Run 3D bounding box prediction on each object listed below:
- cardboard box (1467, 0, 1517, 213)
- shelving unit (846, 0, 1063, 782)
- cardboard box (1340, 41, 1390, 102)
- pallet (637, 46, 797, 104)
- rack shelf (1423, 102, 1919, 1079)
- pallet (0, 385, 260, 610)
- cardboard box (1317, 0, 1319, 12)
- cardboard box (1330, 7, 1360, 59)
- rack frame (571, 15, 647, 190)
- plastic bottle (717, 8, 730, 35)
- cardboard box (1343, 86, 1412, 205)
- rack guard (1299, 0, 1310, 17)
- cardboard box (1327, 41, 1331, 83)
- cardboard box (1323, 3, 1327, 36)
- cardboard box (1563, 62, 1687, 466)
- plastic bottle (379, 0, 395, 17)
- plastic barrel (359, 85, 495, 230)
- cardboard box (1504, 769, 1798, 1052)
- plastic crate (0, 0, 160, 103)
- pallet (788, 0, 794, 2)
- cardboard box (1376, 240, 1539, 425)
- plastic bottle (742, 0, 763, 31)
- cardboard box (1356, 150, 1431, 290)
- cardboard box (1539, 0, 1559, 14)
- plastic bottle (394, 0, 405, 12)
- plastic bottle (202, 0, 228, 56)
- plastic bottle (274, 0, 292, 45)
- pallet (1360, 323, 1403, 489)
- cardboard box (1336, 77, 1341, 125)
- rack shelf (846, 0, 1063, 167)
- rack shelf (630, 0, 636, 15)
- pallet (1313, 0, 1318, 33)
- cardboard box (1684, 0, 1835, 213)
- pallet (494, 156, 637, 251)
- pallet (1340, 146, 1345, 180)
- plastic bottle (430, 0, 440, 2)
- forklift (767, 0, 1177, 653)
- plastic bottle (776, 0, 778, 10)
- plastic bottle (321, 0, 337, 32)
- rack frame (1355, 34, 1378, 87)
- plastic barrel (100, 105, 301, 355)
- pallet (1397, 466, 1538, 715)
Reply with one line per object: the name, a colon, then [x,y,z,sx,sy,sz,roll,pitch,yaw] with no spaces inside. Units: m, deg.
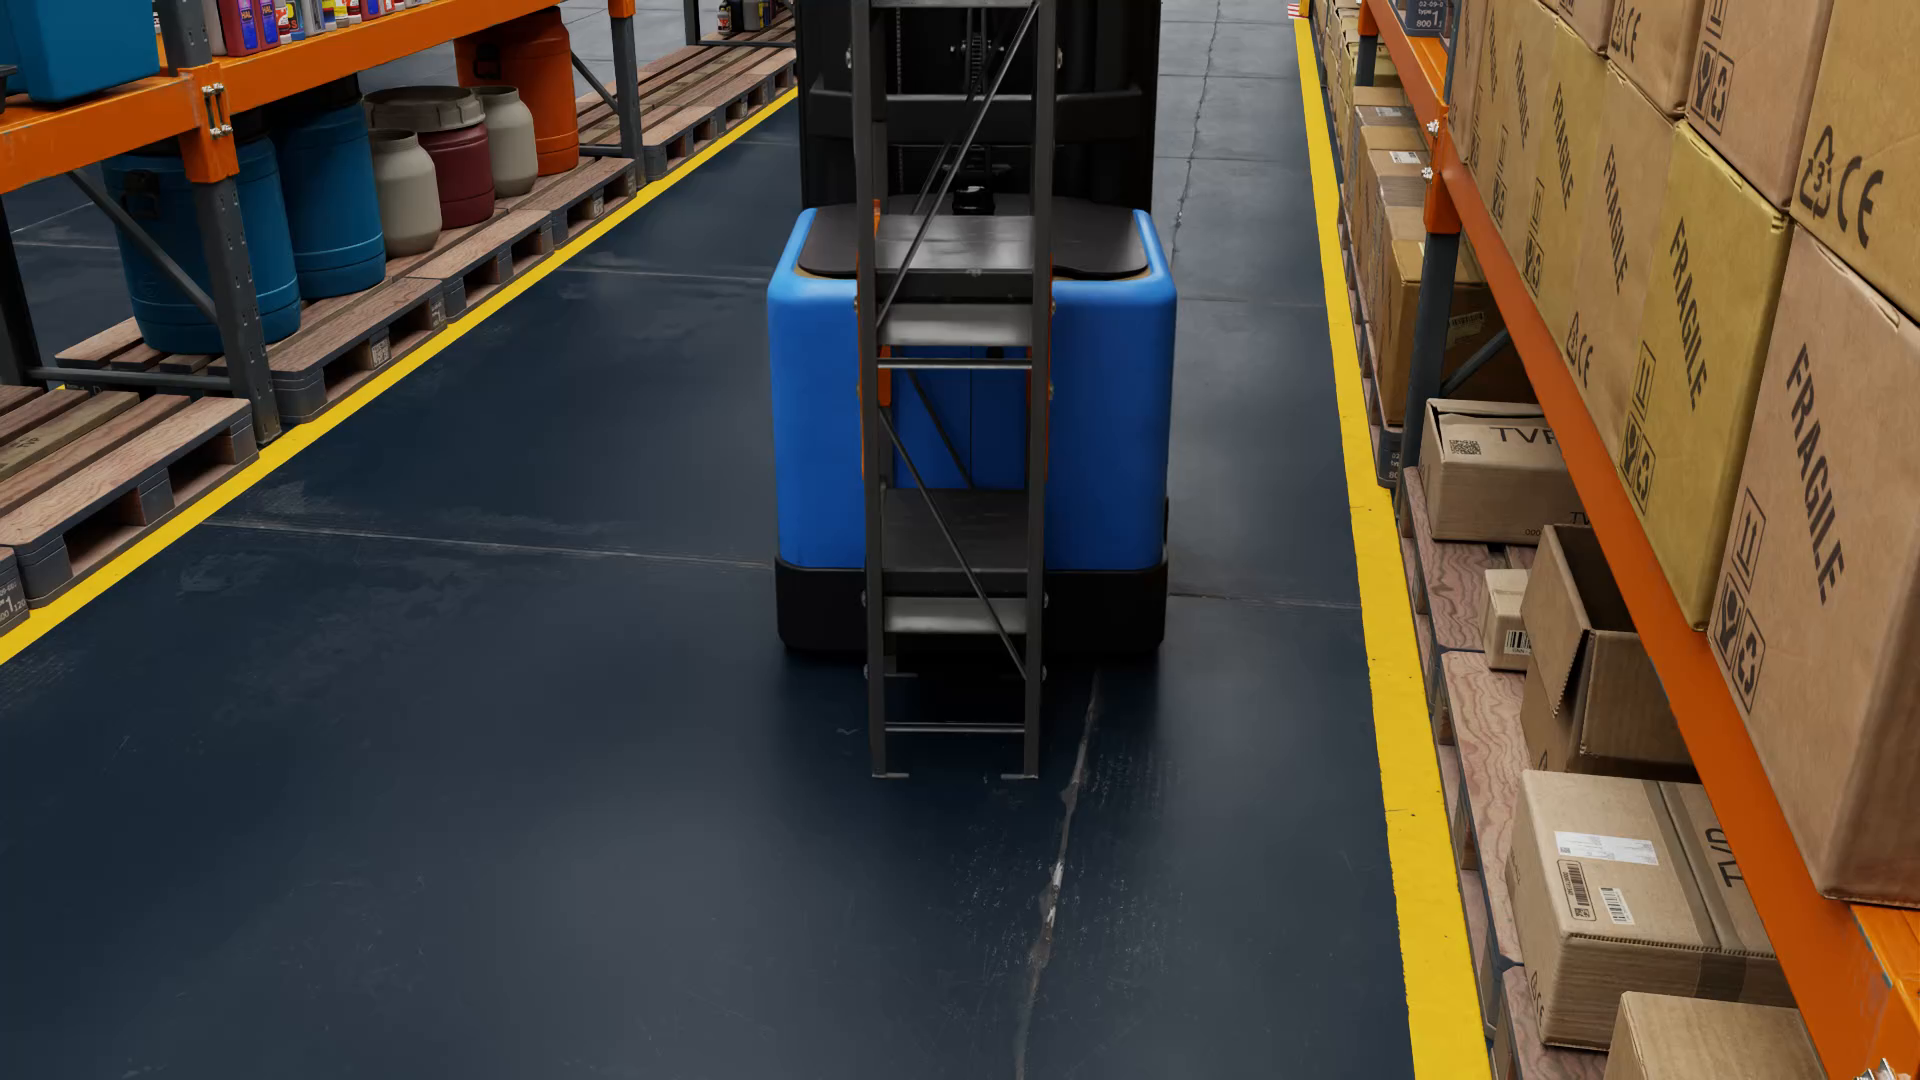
cardboard box: [1.478,-1.043,3.822,0.500,0.500,0.500,4,25,9]
shelving unit: [-0.007,-0.477,3.792,0.431,2.100,0.503,0,25,1]
cardboard box: [2.486,-2.732,9.635,0.500,0.311,0.500,4,25,8]
pallet: [-1.758,-3.503,12.485,1.003,0.211,1.213,4,25,9]
rack shelf: [1.584,-0.244,3.082,1.077,0.370,4.000,4,25,9]
pallet: [-3.057,-0.178,5.381,1.003,0.211,1.213,4,25,9]
cardboard box: [3.405,-4.743,14.592,0.500,0.250,0.500,4,25,9]
cardboard box: [2.735,-3.370,10.998,0.500,0.311,0.500,3,25,7]
rack frame: [-2.322,-3.424,9.027,1.000,3.000,0.127,4,25,9]
plastic bottle: [-1.916,-4.202,13.471,0.097,0.201,0.097,0,25,0]
cardboard box: [2.208,-1.976,8.363,0.500,0.500,0.500,5,26,11]
rack guard: [3.876,-5.303,15.990,1.175,0.500,0.348,4,25,9]
cardboard box: [2.823,-3.332,11.578,0.500,0.250,0.500,5,25,10]
cardboard box: [3.170,-4.115,13.250,0.500,0.250,0.500,4,25,9]
cardboard box: [1.230,-0.410,2.471,0.500,0.500,0.500,4,25,9]
plastic bottle: [-2.373,-2.249,6.664,0.152,0.276,0.135,4,25,9]
plastic barrel: [-2.569,-1.844,8.000,0.600,0.588,0.708,4,25,9]
cardboard box: [1.288,0.673,2.999,0.500,0.250,0.500,4,25,9]
plastic crate: [-2.715,-1.552,4.976,0.392,0.384,0.575,4,25,9]
pallet: [-1.118,-5.133,15.966,1.003,0.211,1.213,4,25,9]
cardboard box: [1.709,-0.700,5.636,0.500,0.500,0.500,4,25,8]
plastic bottle: [-1.705,-4.376,13.666,0.144,0.351,0.185,4,25,9]
cardboard box: [1.961,-1.329,6.980,0.500,0.500,0.500,3,25,7]
cardboard box: [1.388,-1.296,3.184,0.500,0.500,0.500,3,25,7]
plastic bottle: [-2.327,-2.262,6.779,0.097,0.201,0.097,0,25,0]
plastic bottle: [-2.591,-1.871,5.766,0.144,0.351,0.185,4,25,9]
plastic bottle: [-2.472,-1.890,5.984,0.097,0.201,0.097,0,25,0]
pallet: [2.006,-0.486,6.040,1.003,0.211,1.213,4,25,9]
cardboard box: [2.576,-2.687,10.201,0.500,0.250,0.500,5,25,10]
rack shelf: [-0.007,-1.098,3.501,0.431,0.518,0.480,0,25,1]
rack shelf: [-1.995,-3.935,10.966,1.077,0.370,4.000,4,25,9]
pallet: [3.788,-4.840,15.340,1.003,0.211,1.213,4,25,9]
cardboard box: [1.140,-0.648,1.799,0.500,0.500,0.500,5,25,10]
pallet: [-2.409,-1.829,8.907,1.003,0.211,1.213,4,25,9]
pallet: [2.738,-2.158,9.611,1.003,0.211,1.213,4,25,9]
plastic bottle: [-2.273,-2.432,7.058,0.097,0.271,0.097,0,25,0]
forklift: [0.056,-1.605,5.221,1.130,2.935,3.031,0,25,1]
plastic bottle: [-1.674,-4.854,14.780,0.097,0.271,0.097,0,25,0]
plastic bottle: [-2.418,-2.060,6.264,0.097,0.271,0.097,0,25,0]
rack frame: [2.565,-3.079,8.290,1.000,3.000,0.127,4,25,9]
plastic barrel: [-2.870,-1.217,6.292,0.600,0.901,0.708,4,25,9]
pallet: [1.798,0.144,4.694,1.003,0.211,1.213,4,25,9]
